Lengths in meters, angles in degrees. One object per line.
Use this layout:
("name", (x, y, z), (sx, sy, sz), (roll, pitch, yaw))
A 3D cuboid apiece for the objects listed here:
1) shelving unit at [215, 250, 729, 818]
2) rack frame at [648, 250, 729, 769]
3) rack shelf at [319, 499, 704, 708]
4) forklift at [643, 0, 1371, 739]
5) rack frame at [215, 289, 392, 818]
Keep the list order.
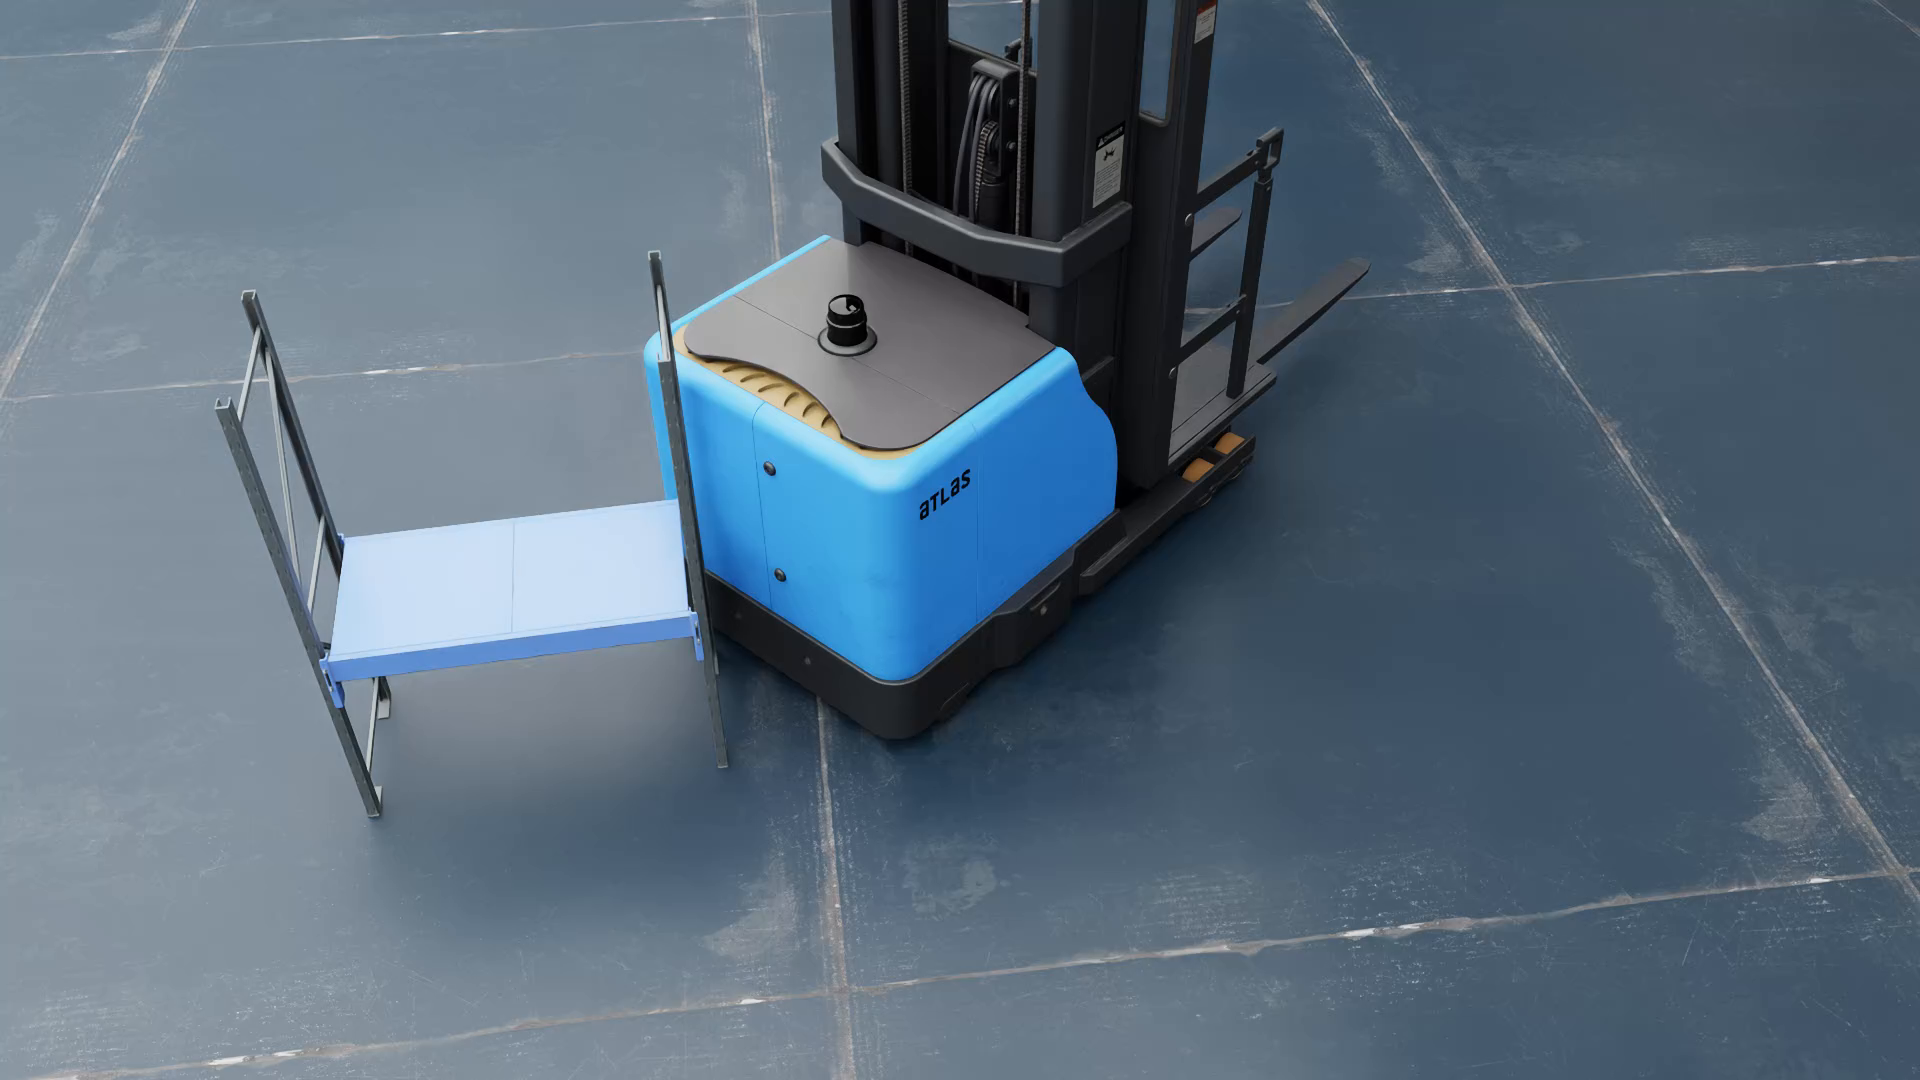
("shelving unit", (-1.255, 0.026, 4.601), (1.048, 1.500, 0.538), (-7, 43, -8))
("rack frame", (-0.755, -0.035, 4.669), (0.032, 1.500, 0.500), (-7, 43, -8))
("rack shelf", (-1.255, 0.160, 4.721), (1.000, 0.185, 0.538), (-7, 43, -8))
("forklift", (0.406, -1.407, 5.121), (1.130, 2.935, 3.031), (30, 50, 29))
("rack frame", (-1.755, 0.088, 4.533), (0.032, 1.500, 0.500), (-7, 43, -8))
